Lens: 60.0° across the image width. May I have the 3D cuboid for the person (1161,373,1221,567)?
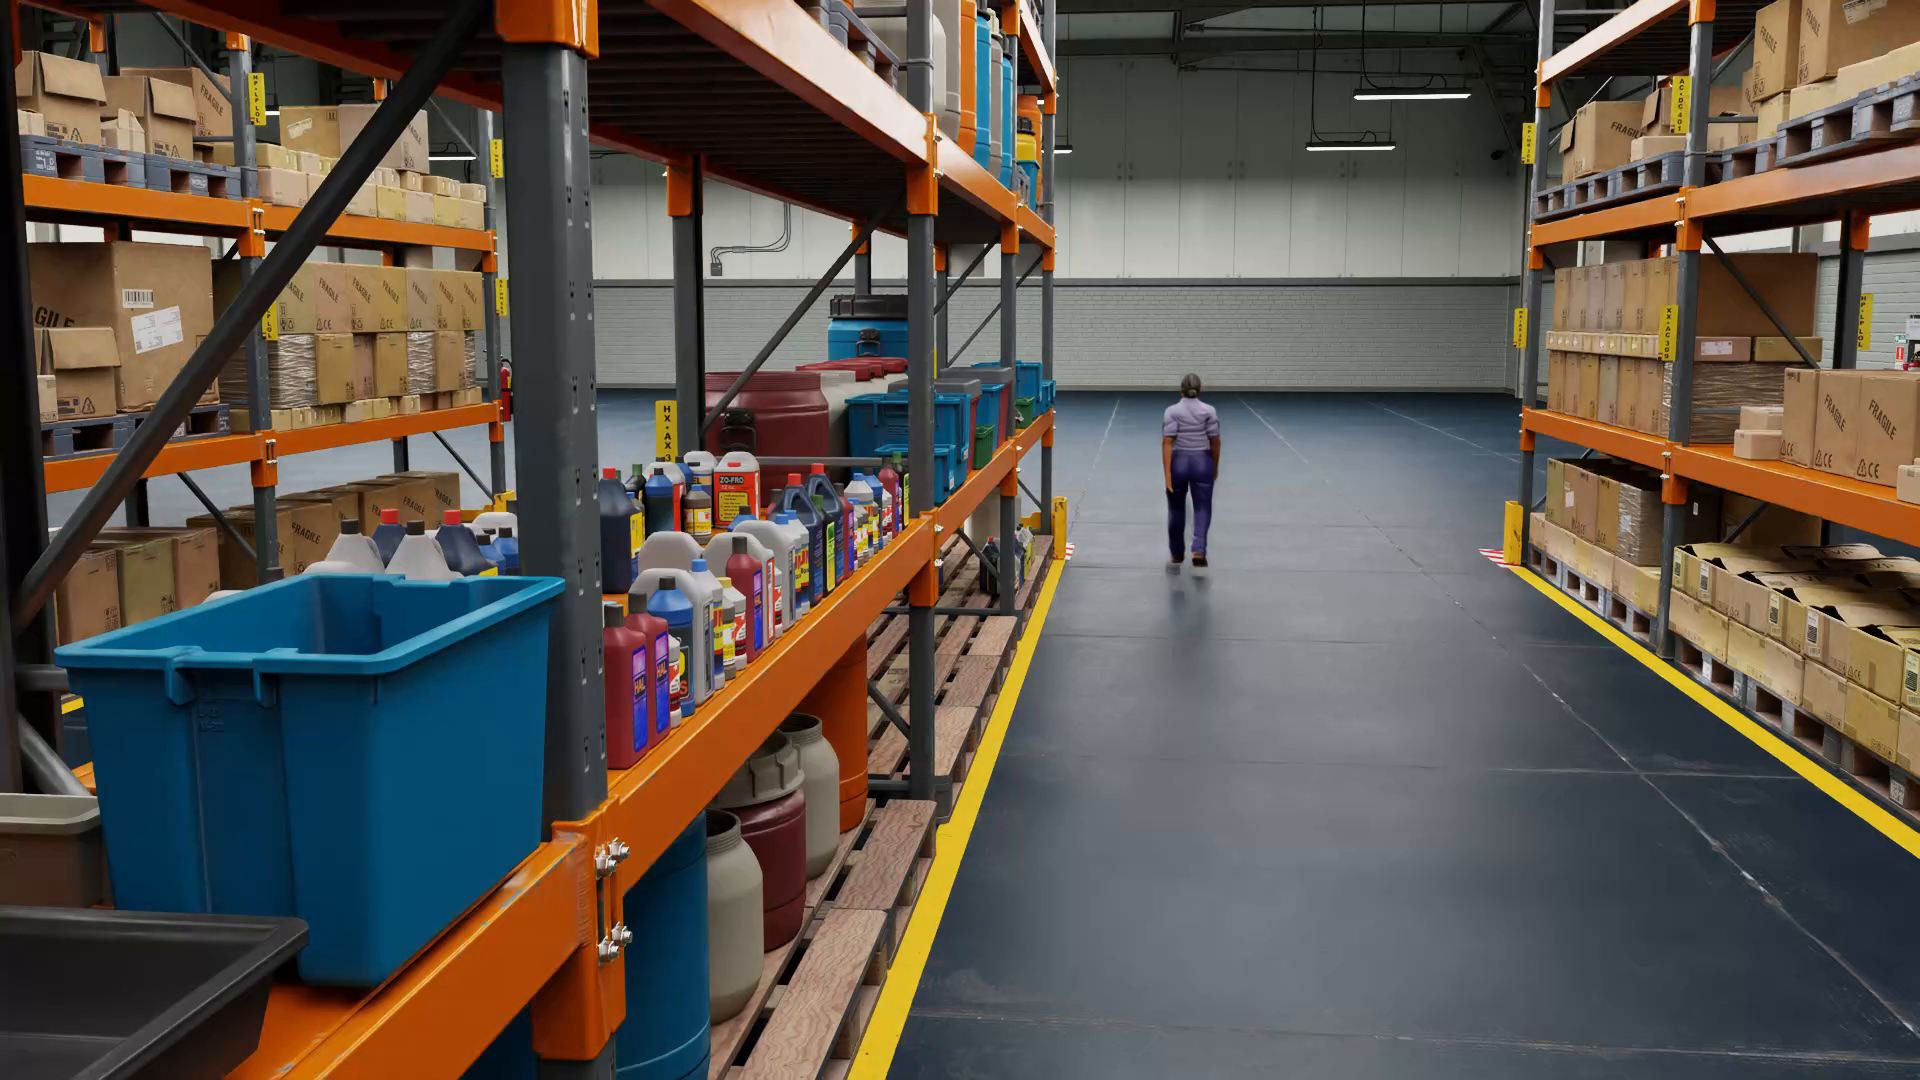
[{"bbox_3d":[1.887,-0.565,13.594,0.476,1.582,0.978,1,8,10],"label":"person"}]
